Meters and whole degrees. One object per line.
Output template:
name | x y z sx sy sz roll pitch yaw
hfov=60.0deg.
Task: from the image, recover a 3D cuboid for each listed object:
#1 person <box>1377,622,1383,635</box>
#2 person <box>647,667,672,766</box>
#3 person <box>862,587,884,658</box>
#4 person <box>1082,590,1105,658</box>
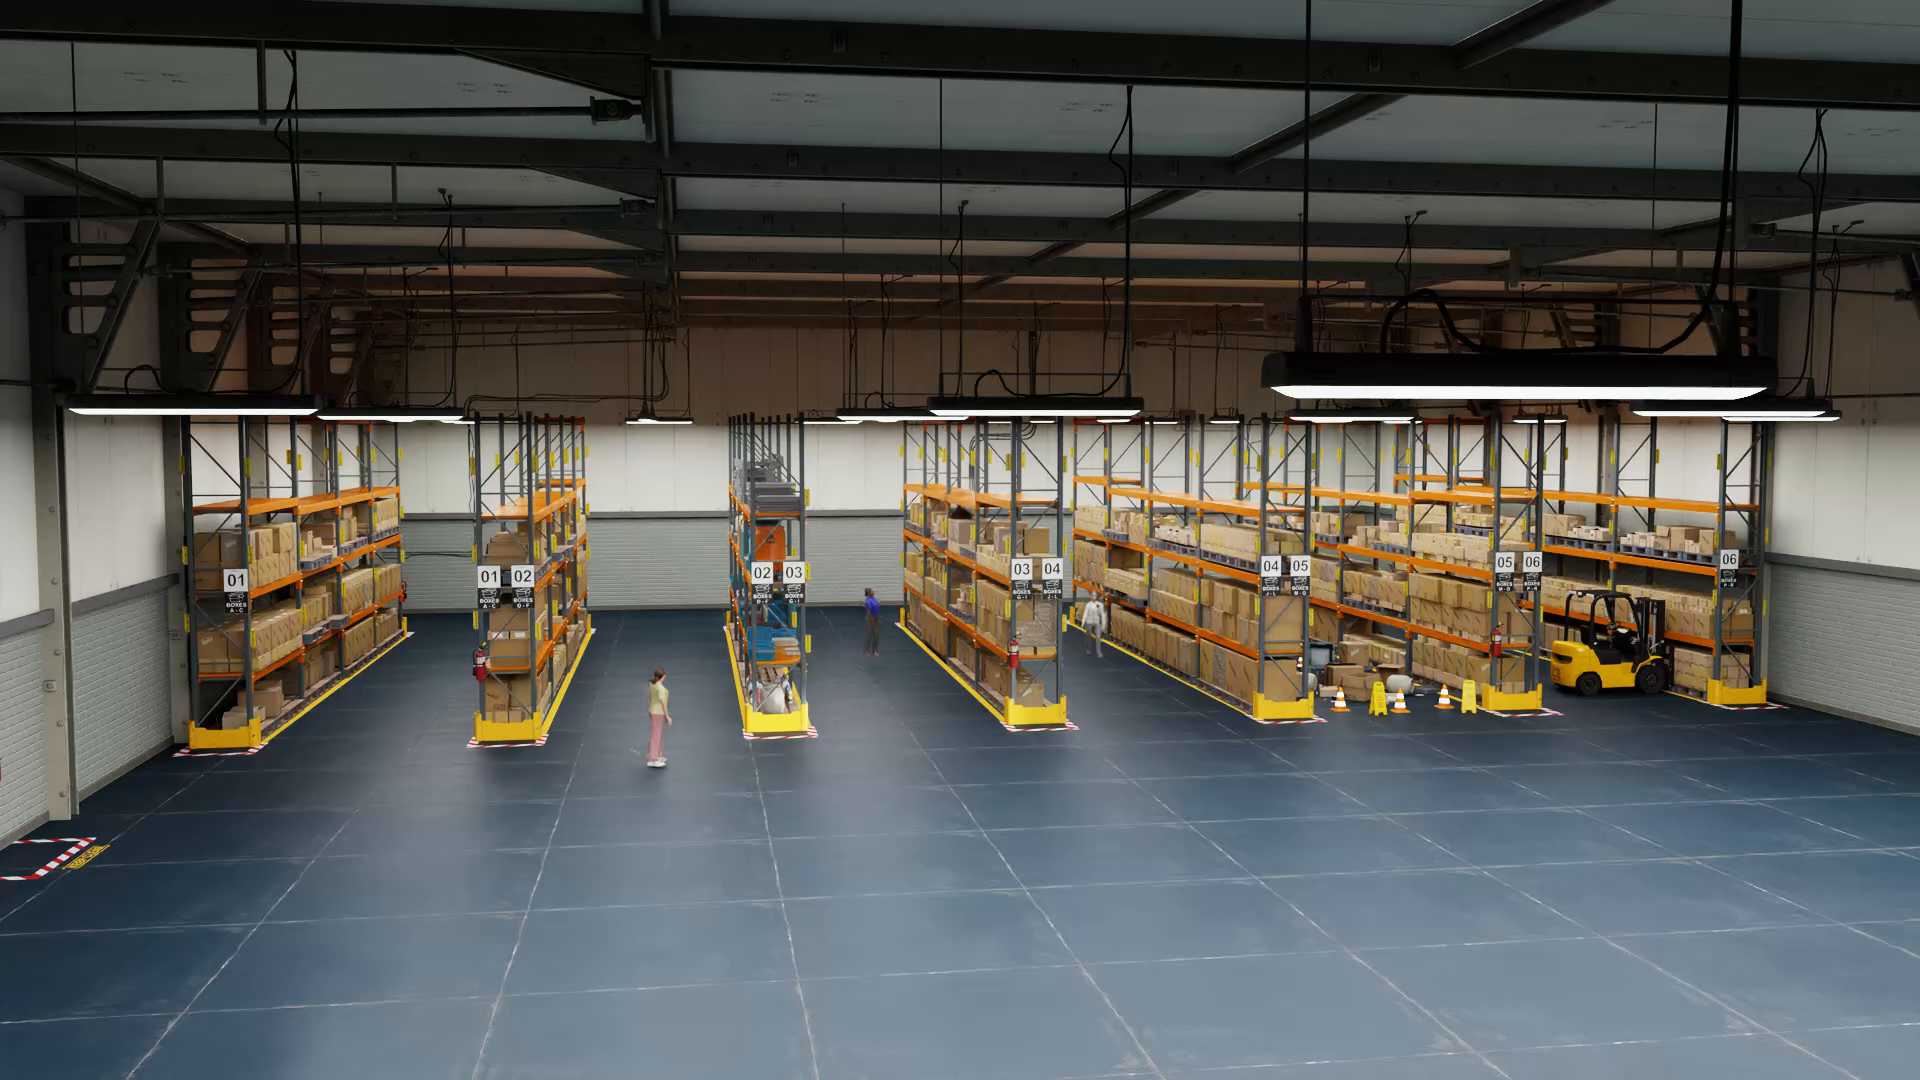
person | 11.043 1.823 44.325 0.460 1.797 0.576 1 4 15
person | -5.116 2.993 28.179 0.469 1.711 0.624 -2 4 -22
person | -2.066 1.953 39.537 0.355 1.673 0.530 2 5 31
person | 3.317 2.073 41.389 0.625 1.636 0.992 0 4 -7
